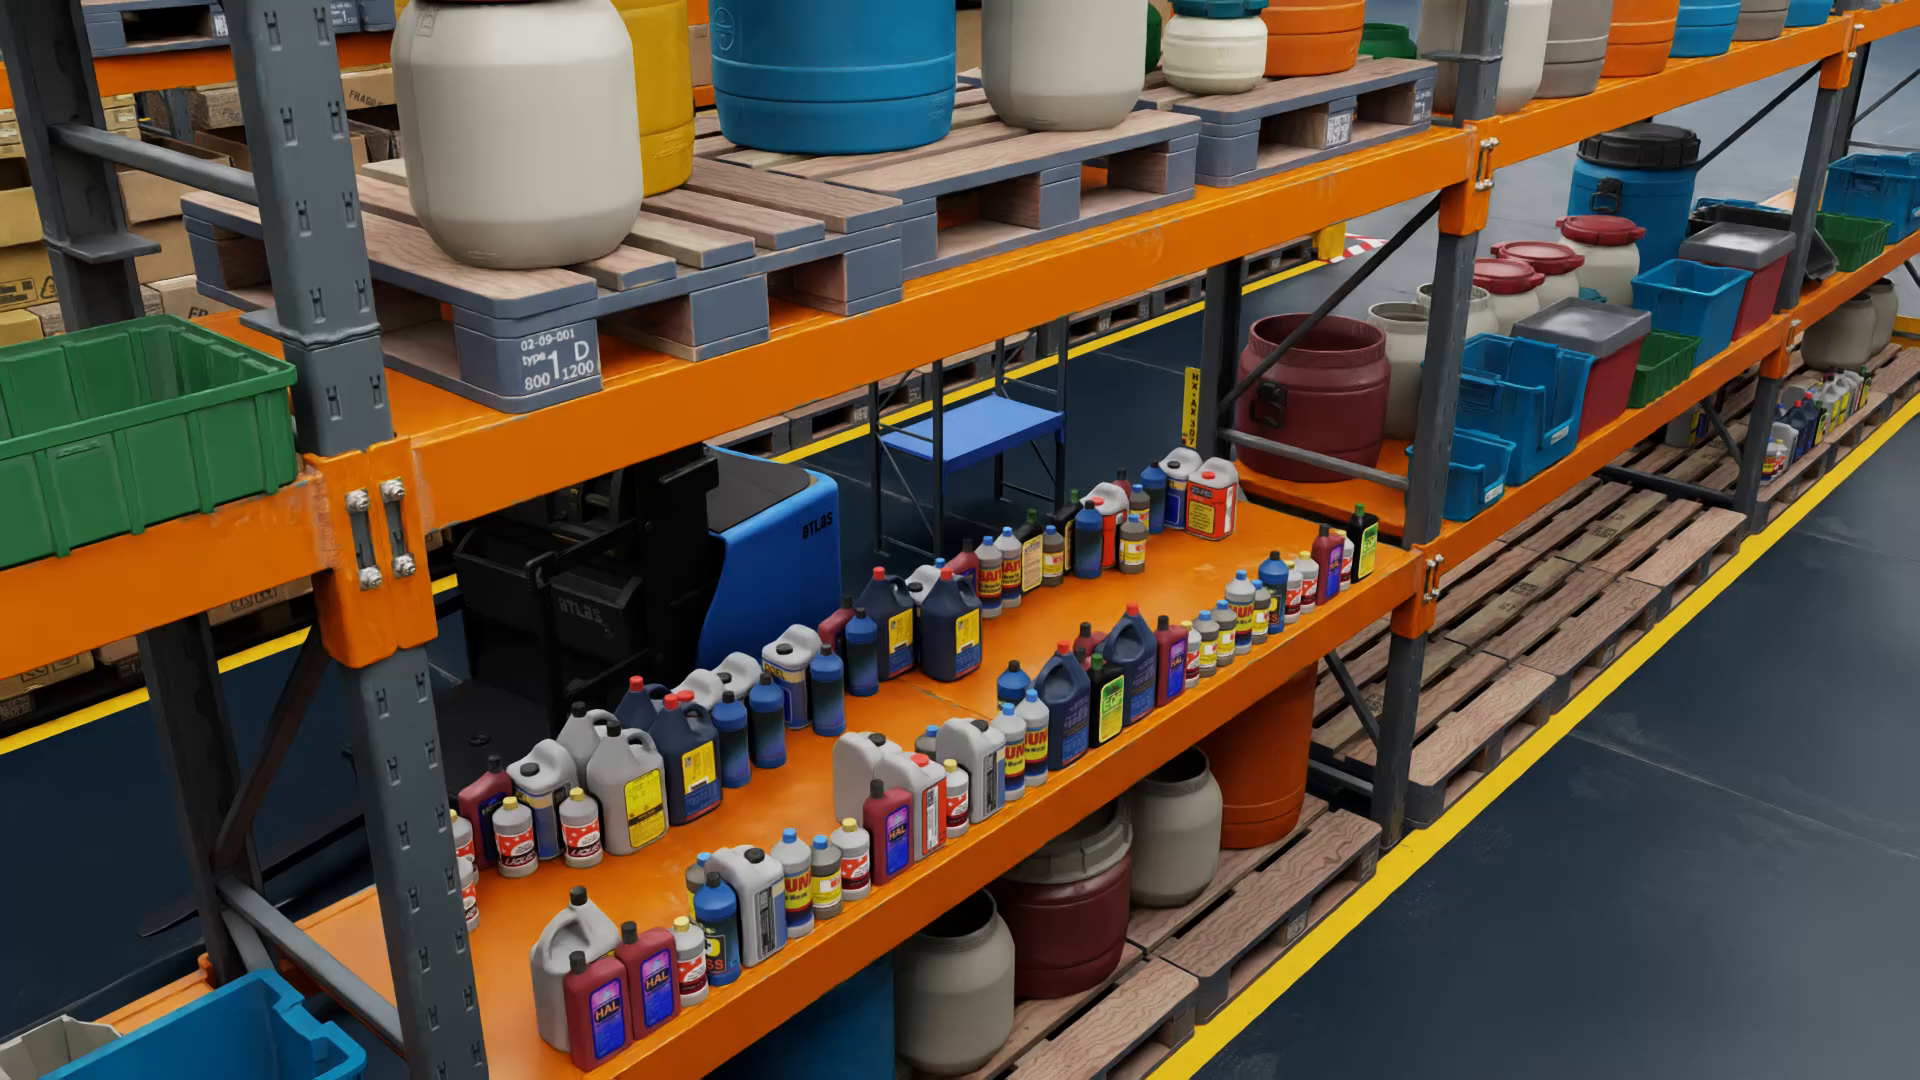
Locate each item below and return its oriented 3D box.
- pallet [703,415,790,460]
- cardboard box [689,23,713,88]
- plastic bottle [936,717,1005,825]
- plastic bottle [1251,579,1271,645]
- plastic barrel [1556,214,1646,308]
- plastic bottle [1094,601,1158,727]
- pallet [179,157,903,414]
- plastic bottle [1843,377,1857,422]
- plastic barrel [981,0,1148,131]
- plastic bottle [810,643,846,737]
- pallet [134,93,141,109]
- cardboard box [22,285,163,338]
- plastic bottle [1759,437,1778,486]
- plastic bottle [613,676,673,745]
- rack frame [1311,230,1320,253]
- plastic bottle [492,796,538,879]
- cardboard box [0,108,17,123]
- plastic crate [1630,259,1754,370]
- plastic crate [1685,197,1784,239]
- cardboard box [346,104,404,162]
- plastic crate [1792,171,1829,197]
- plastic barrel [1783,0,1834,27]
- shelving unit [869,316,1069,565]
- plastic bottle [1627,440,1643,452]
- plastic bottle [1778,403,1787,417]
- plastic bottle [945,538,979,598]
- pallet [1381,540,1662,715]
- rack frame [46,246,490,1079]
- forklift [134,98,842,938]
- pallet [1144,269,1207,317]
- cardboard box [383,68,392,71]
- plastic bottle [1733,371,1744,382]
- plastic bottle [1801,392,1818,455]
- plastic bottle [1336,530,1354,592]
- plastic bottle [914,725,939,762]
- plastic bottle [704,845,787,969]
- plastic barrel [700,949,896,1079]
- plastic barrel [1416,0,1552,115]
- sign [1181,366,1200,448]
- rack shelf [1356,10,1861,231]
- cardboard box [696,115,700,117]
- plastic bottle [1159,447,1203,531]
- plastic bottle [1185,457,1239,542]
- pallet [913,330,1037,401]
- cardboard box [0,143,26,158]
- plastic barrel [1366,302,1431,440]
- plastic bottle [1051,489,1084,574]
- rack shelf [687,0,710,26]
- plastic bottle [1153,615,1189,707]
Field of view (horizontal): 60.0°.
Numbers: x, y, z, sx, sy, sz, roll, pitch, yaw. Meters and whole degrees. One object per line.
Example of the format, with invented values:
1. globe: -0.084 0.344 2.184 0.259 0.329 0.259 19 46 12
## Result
1. pallet: -1.830 -0.613 10.360 1.003 0.211 1.213 20 31 38
2. cardboard box: -2.722 -4.610 15.681 0.875 0.550 0.550 20 31 38
3. plastic bottle: 0.031 0.590 4.419 0.152 0.276 0.135 20 31 38
4. plastic bottle: 0.944 0.224 5.326 0.097 0.201 0.097 0 24 0
5. plastic barrel: 3.203 -1.345 8.416 0.433 0.535 0.433 0 24 0
6. plastic bottle: 0.483 0.352 4.859 0.144 0.351 0.185 20 31 38
7. pallet: -0.884 -0.625 3.542 1.213 0.211 1.003 20 31 38
8. plastic bottle: 5.494 -0.900 10.382 0.152 0.276 0.135 19 30 36
9. plastic barrel: 0.265 -1.337 4.219 0.433 0.535 0.433 0 24 0
10. plastic bottle: -0.381 0.425 4.792 0.097 0.271 0.097 0 24 0
11. pallet: -10.200 -5.885 22.118 1.003 0.211 1.213 20 31 38
12. cardboard box: -3.860 -0.853 7.363 0.500 0.500 0.500 19 31 36
13. plastic bottle: 4.544 -0.447 9.379 0.097 0.271 0.097 0 24 0
14. plastic bottle: -0.841 0.520 4.484 0.144 0.351 0.185 20 31 38
15. rack frame: 2.987 -4.085 14.695 1.000 3.000 0.127 20 31 38
16. plastic bottle: -1.120 0.739 4.179 0.097 0.201 0.097 0 24 0
17. cardboard box: -6.484 -2.869 11.049 0.380 0.149 0.250 21 32 39
18. plastic crate: 3.501 -1.086 8.025 0.392 0.384 0.575 20 31 38
19. plastic crate: 4.542 -1.858 9.909 0.499 0.251 0.616 20 31 38
20. cardboard box: -2.853 -1.933 8.546 0.797 0.503 0.637 21 32 39
21. plastic crate: 5.838 -2.428 11.321 0.298 0.136 0.250 20 31 38
22. plastic barrel: 3.828 -2.897 7.767 0.600 0.901 0.708 20 31 38
23. shelving unit: 0.057 -0.710 9.001 0.538 1.500 1.048 20 31 38
24. plastic bottle: 4.015 -0.634 9.880 0.097 0.201 0.097 0 24 0
25. plastic bottle: 4.860 -0.680 9.897 0.097 0.271 0.097 0 24 0
26. plastic bottle: 0.001 0.141 5.412 0.061 0.283 0.133 20 31 38
27. pallet: 2.696 0.381 8.141 1.003 0.211 1.213 20 31 38
28. rack frame: -1.334 0.923 3.525 1.000 3.000 0.127 20 31 38
29. forklift: -1.737 -0.237 6.195 1.130 2.935 3.031 15 28 30
30. pallet: 1.553 -2.182 13.858 1.003 0.211 1.213 20 31 38
31. cardboard box: -4.470 -3.602 13.495 0.500 0.500 0.500 20 31 37
32. plastic bottle: 5.164 -1.158 11.049 0.097 0.201 0.097 0 24 0
33. plastic bottle: 4.979 -0.696 9.837 0.144 0.351 0.185 19 30 35
34. plastic bottle: 1.293 0.065 5.681 0.097 0.201 0.097 0 24 0
35. plastic bottle: -0.074 0.596 4.498 0.097 0.201 0.097 0 24 0
36. plastic bottle: -0.497 0.831 3.881 0.152 0.276 0.135 20 31 38
37. plastic barrel: -0.486 1.312 4.709 0.600 0.901 0.708 20 31 38
38. plastic barrel: 1.771 -1.726 5.631 0.421 0.512 0.421 0 24 0
39. sign: 0.921 -0.518 6.540 0.100 0.325 0.005 20 31 38
40. rack shelf: 2.671 -1.945 7.135 1.077 0.370 4.000 20 31 38
41. cardboard box: -1.724 -2.258 9.984 0.500 0.500 0.700 -19 30 -36
42. plastic bottle: 0.806 -0.195 6.171 0.152 0.276 0.135 20 31 38
43. plastic bottle: 0.919 -0.154 6.078 0.152 0.276 0.135 20 31 38
44. pallet: -0.202 -1.357 12.018 1.003 0.211 1.213 20 31 38
45. cardboard box: -6.473 -2.606 11.189 0.380 0.149 0.250 20 31 37
46. plastic barrel: 1.863 -0.718 7.049 0.421 0.512 0.421 0 24 0
47. plastic bottle: 0.374 -0.029 5.792 0.061 0.283 0.133 20 31 38
48. rack shelf: -1.018 -3.298 10.152 1.077 0.370 4.000 20 31 38
49. plastic bottle: 0.621 0.346 4.955 0.061 0.283 0.133 20 31 38
